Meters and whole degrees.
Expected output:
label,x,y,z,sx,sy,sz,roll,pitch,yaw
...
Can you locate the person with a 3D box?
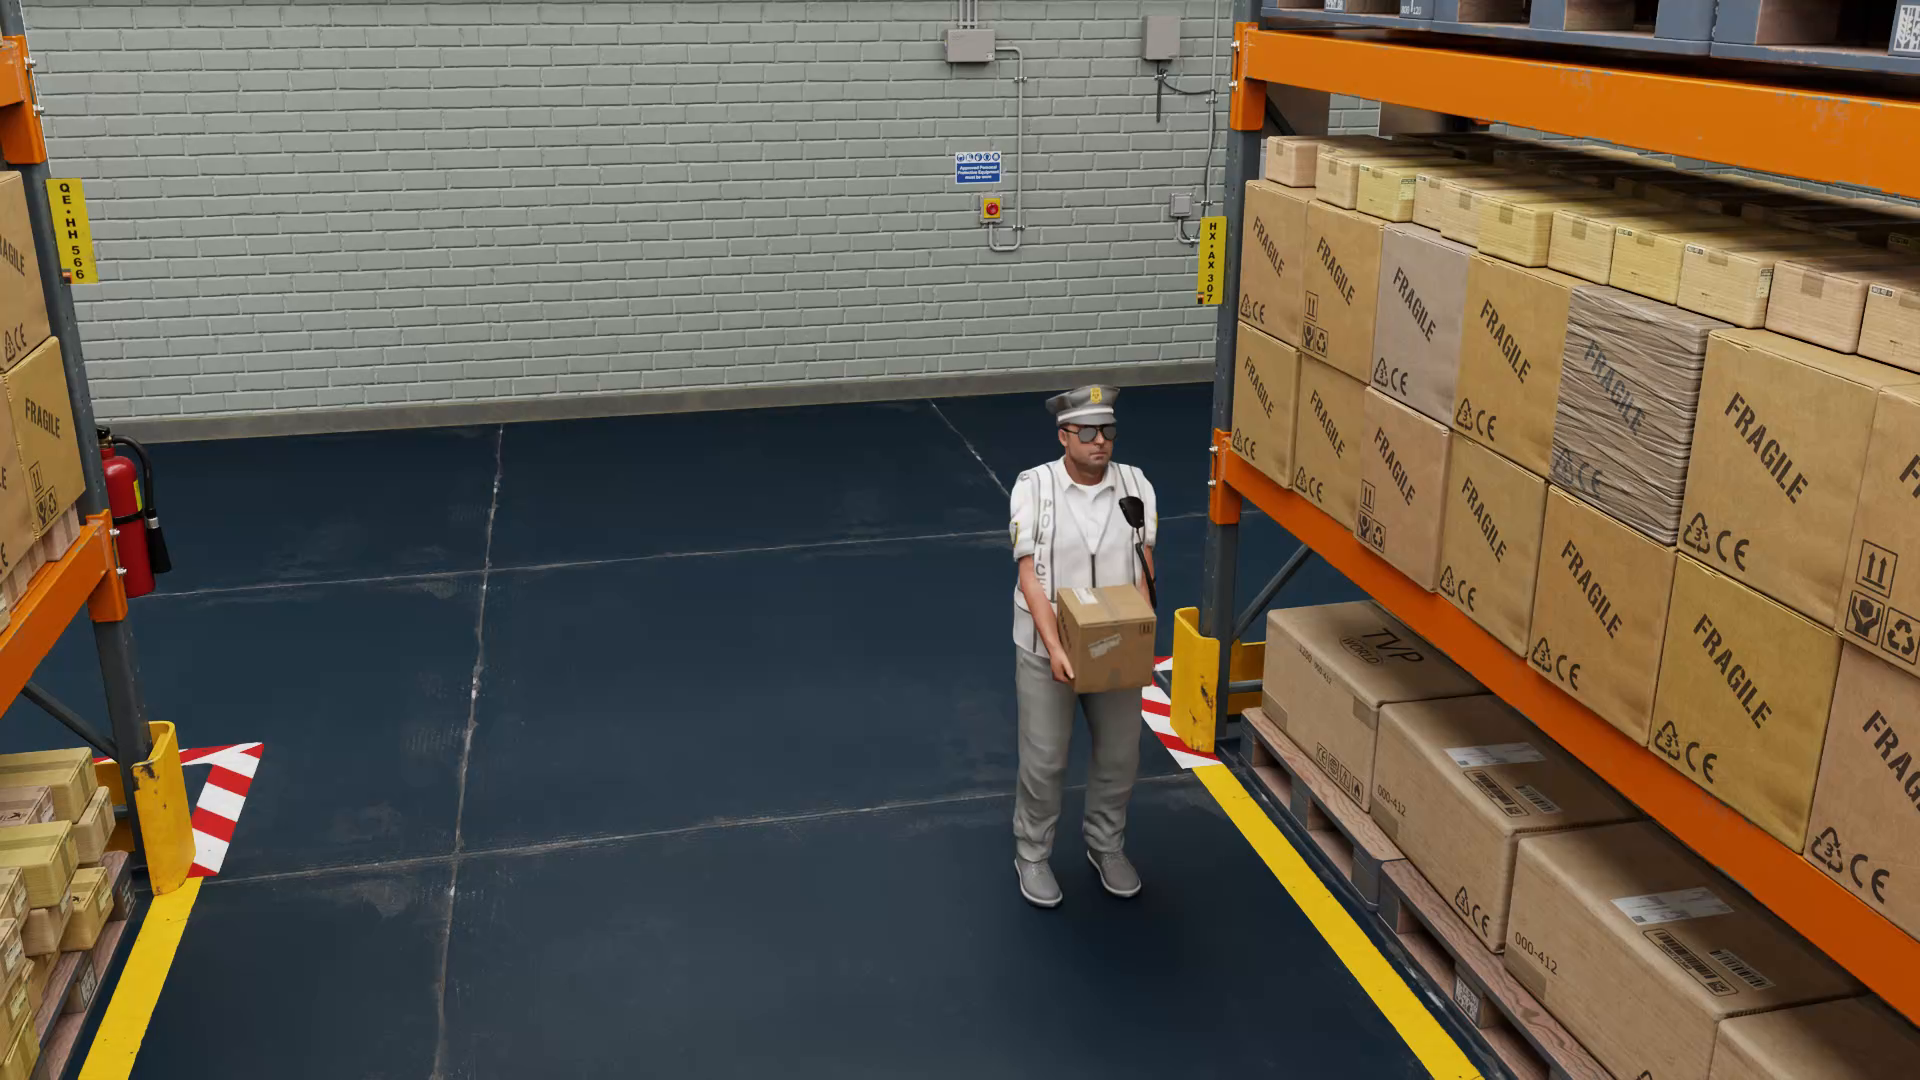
label,x,y,z,sx,sy,sz,roll,pitch,yaw
person,0.430,0.368,5.488,0.494,1.768,0.572,-5,20,-13
